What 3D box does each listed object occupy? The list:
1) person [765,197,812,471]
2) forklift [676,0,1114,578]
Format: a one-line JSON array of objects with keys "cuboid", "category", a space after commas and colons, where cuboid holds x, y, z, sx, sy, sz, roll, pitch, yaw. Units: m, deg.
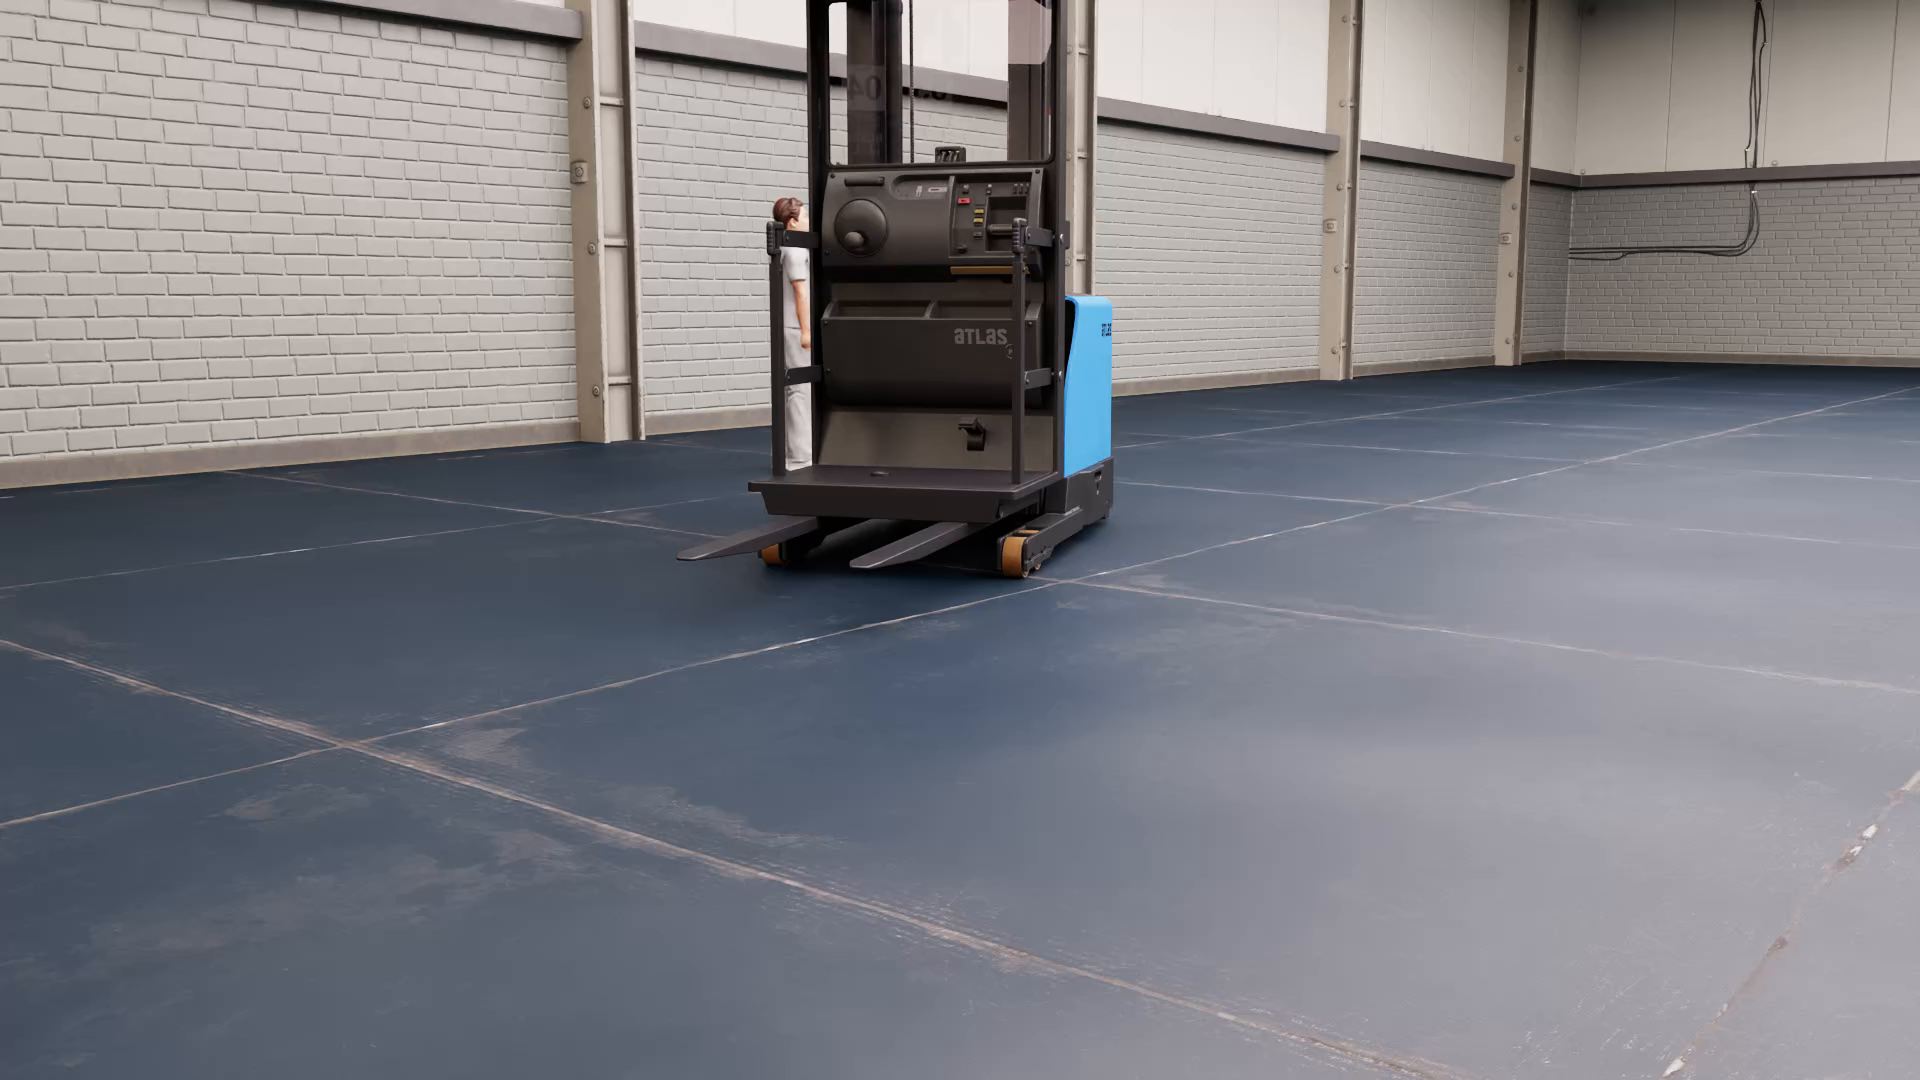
[{"cuboid": [-1.013, -1.255, 10.286, 0.363, 1.651, 0.434, -4, 9, -28], "category": "person"}, {"cuboid": [-0.176, -1.366, 6.616, 1.130, 2.935, 3.031, 3, 9, 17], "category": "forklift"}]
